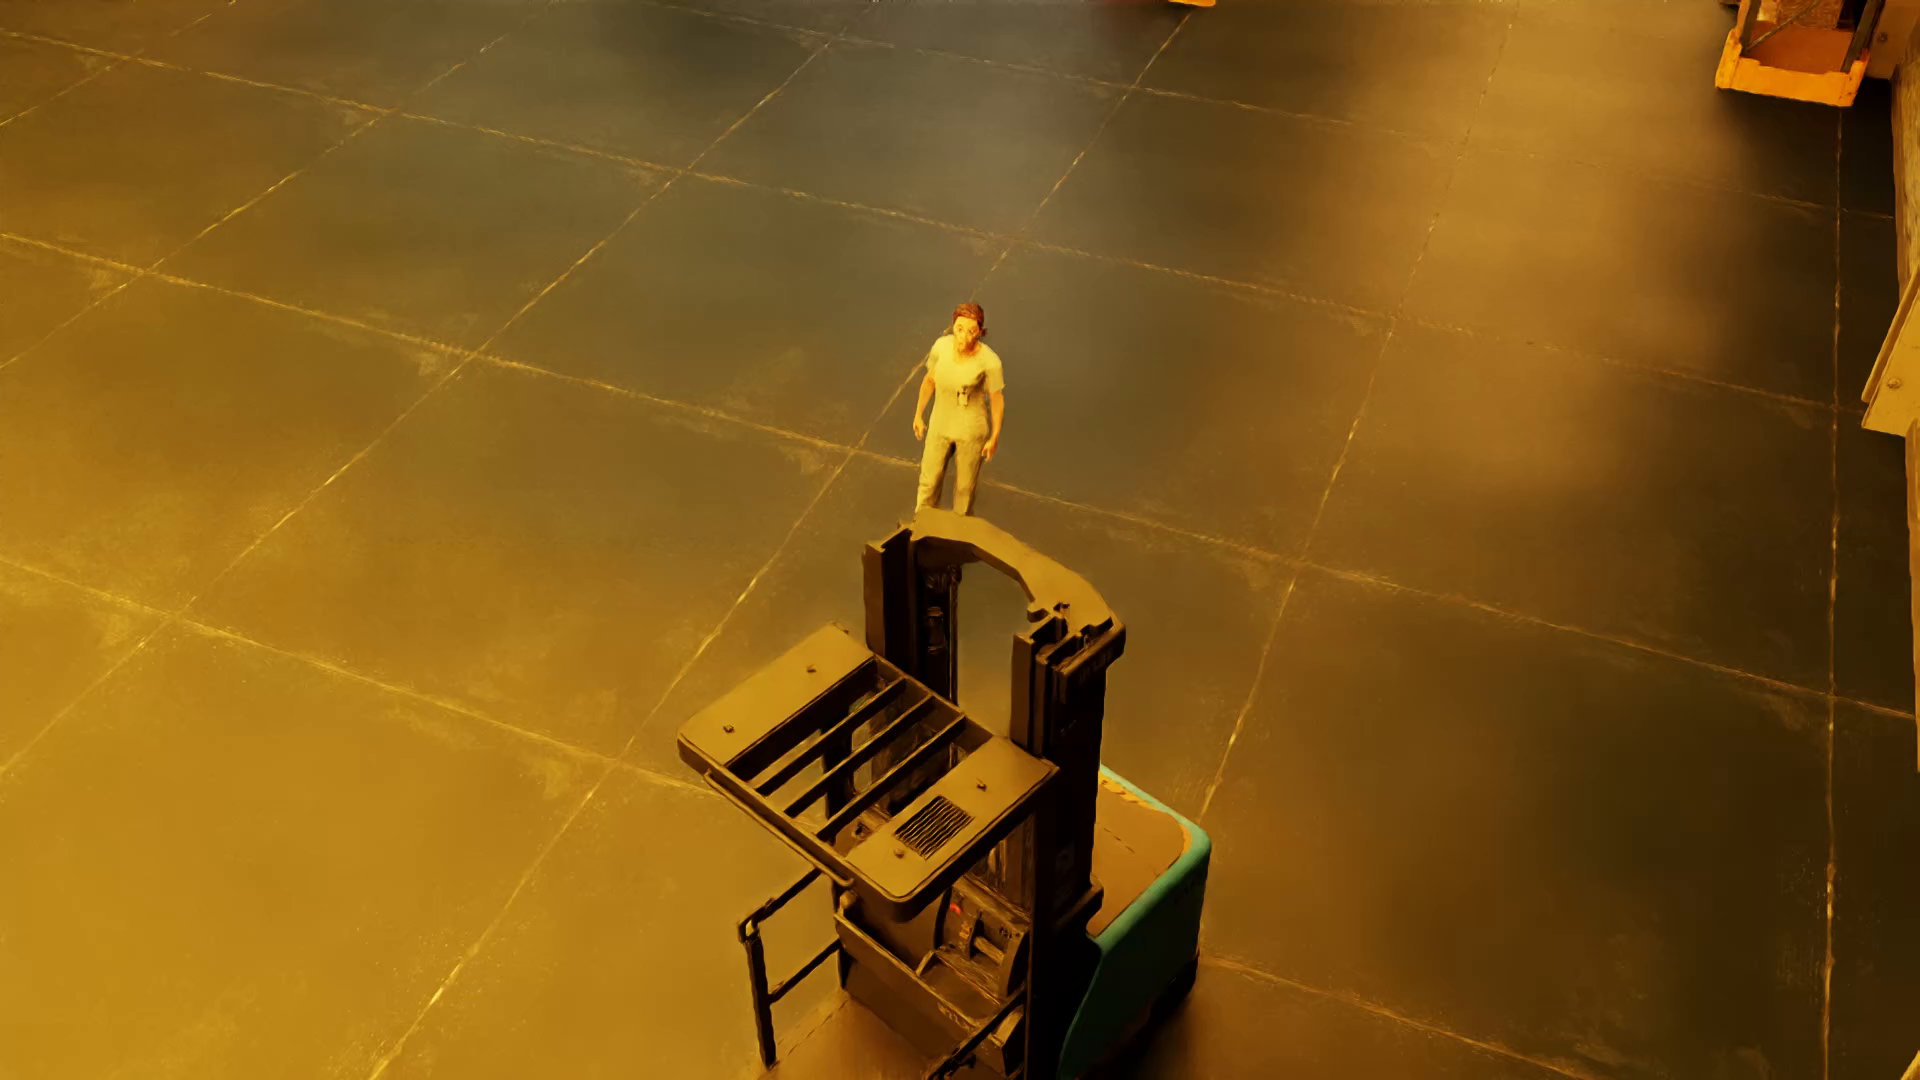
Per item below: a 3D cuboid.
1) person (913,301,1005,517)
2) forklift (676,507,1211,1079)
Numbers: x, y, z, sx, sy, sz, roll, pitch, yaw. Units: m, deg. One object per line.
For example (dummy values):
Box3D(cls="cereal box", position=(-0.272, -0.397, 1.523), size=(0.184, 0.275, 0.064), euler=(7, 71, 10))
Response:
Box3D(cls="person", position=(-0.040, -0.607, 9.699), size=(0.550, 1.674, 0.548), euler=(15, 42, 17))
Box3D(cls="forklift", position=(-0.271, 1.453, 6.271), size=(1.130, 2.935, 3.031), euler=(30, 49, 31))
